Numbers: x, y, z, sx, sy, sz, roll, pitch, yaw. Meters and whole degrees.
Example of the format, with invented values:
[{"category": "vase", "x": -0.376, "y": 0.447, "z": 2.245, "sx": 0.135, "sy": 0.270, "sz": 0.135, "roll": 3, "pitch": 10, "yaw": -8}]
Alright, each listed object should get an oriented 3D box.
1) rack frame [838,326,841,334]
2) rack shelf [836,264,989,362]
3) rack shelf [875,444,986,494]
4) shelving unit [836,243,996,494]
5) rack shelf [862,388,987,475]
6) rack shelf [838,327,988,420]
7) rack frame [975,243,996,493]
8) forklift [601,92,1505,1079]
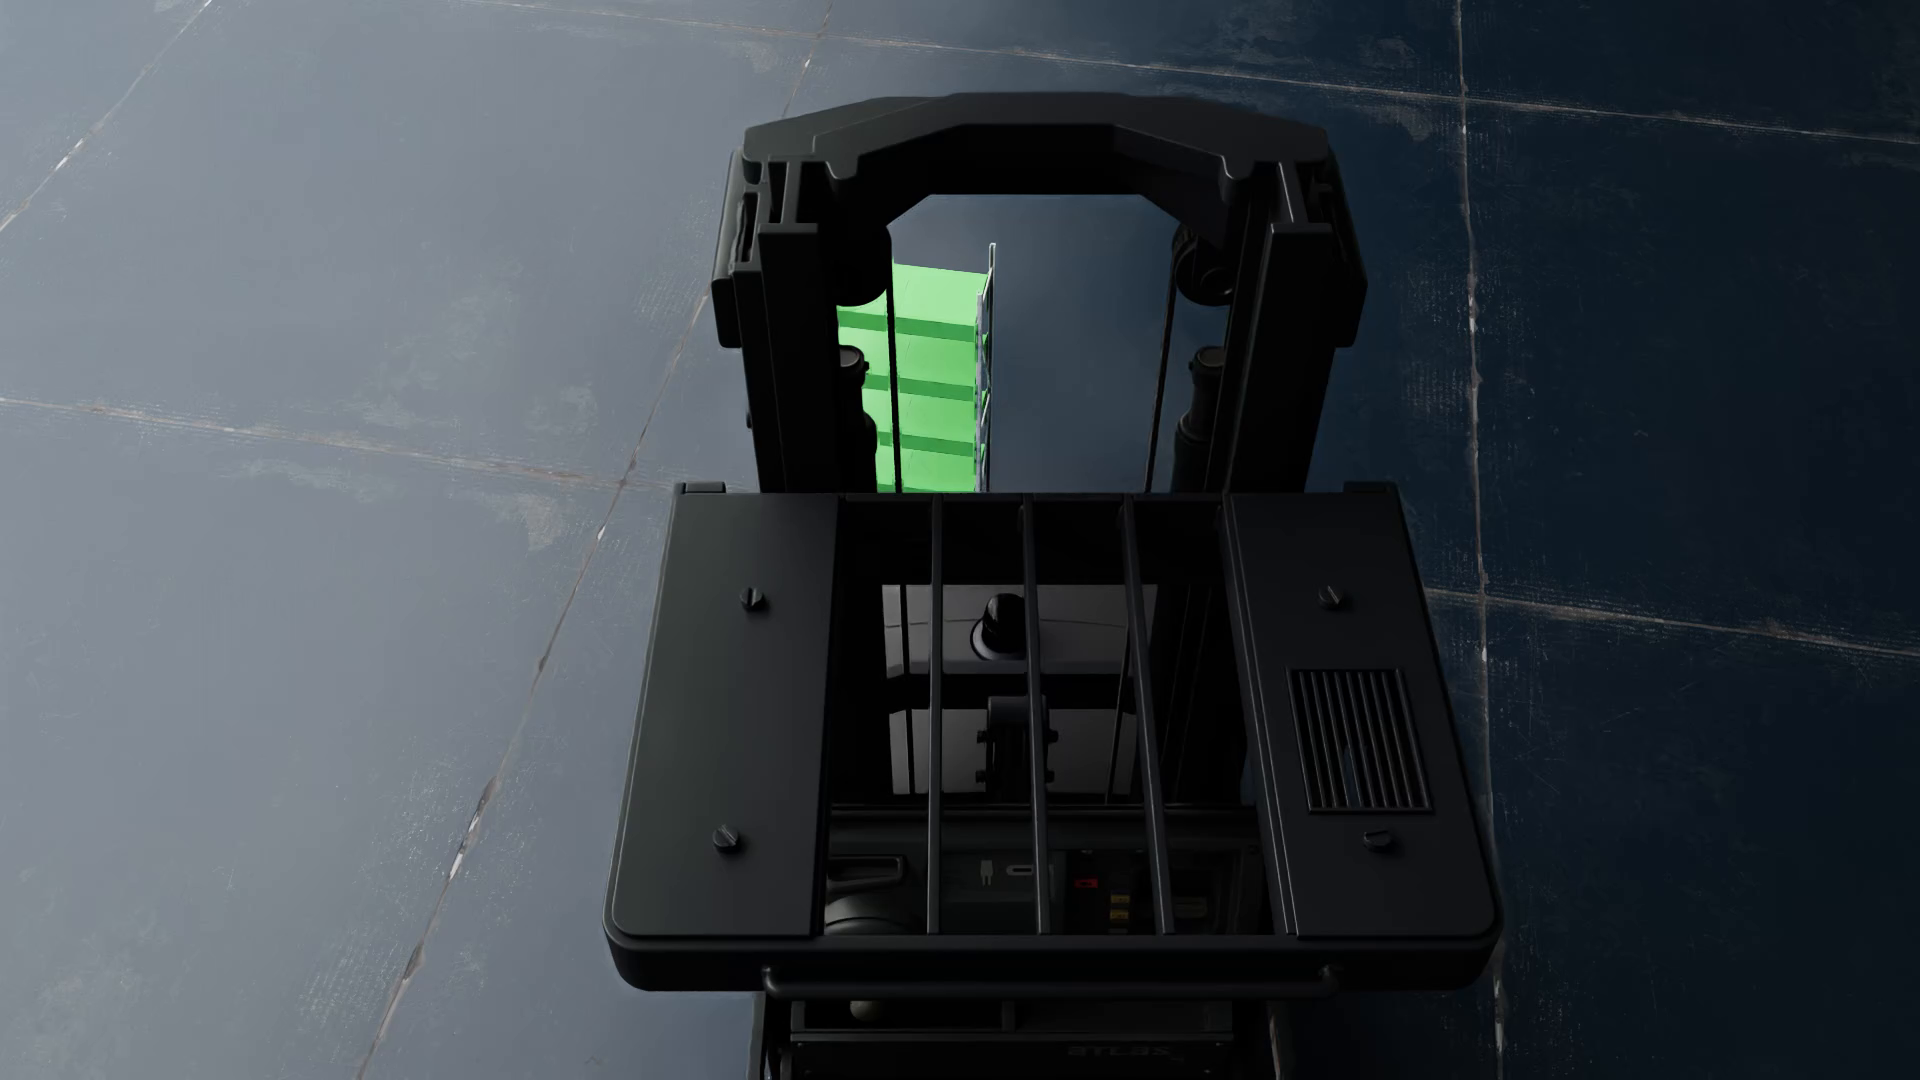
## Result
[{"category": "rack frame", "x": -0.403, "y": -0.455, "z": 5.352, "sx": 0.015, "sy": 1.200, "sz": 0.240, "roll": 8, "pitch": 49, "yaw": 7}, {"category": "rack shelf", "x": -0.163, "y": -0.701, "z": 5.014, "sx": 0.480, "sy": 0.148, "sz": 0.258, "roll": 8, "pitch": 49, "yaw": 7}, {"category": "rack shelf", "x": -0.163, "y": -0.220, "z": 5.549, "sx": 0.480, "sy": 0.148, "sz": 0.258, "roll": 8, "pitch": 49, "yaw": 7}, {"category": "shelving unit", "x": -0.163, "y": -0.423, "z": 5.323, "sx": 0.503, "sy": 1.200, "sz": 0.258, "roll": 8, "pitch": 49, "yaw": 7}, {"category": "rack shelf", "x": -0.163, "y": -0.380, "z": 5.371, "sx": 0.480, "sy": 0.148, "sz": 0.258, "roll": 8, "pitch": 49, "yaw": 7}, {"category": "rack shelf", "x": -0.163, "y": -0.541, "z": 5.192, "sx": 0.480, "sy": 0.148, "sz": 0.258, "roll": 8, "pitch": 49, "yaw": 7}, {"category": "rack frame", "x": 0.077, "y": -0.391, "z": 5.294, "sx": 0.015, "sy": 1.200, "sz": 0.240, "roll": 8, "pitch": 49, "yaw": 7}, {"category": "forklift", "x": 0.112, "y": 0.827, "z": 3.037, "sx": 1.130, "sy": 2.935, "sz": 3.031, "roll": 0, "pitch": 48, "yaw": 0}]
